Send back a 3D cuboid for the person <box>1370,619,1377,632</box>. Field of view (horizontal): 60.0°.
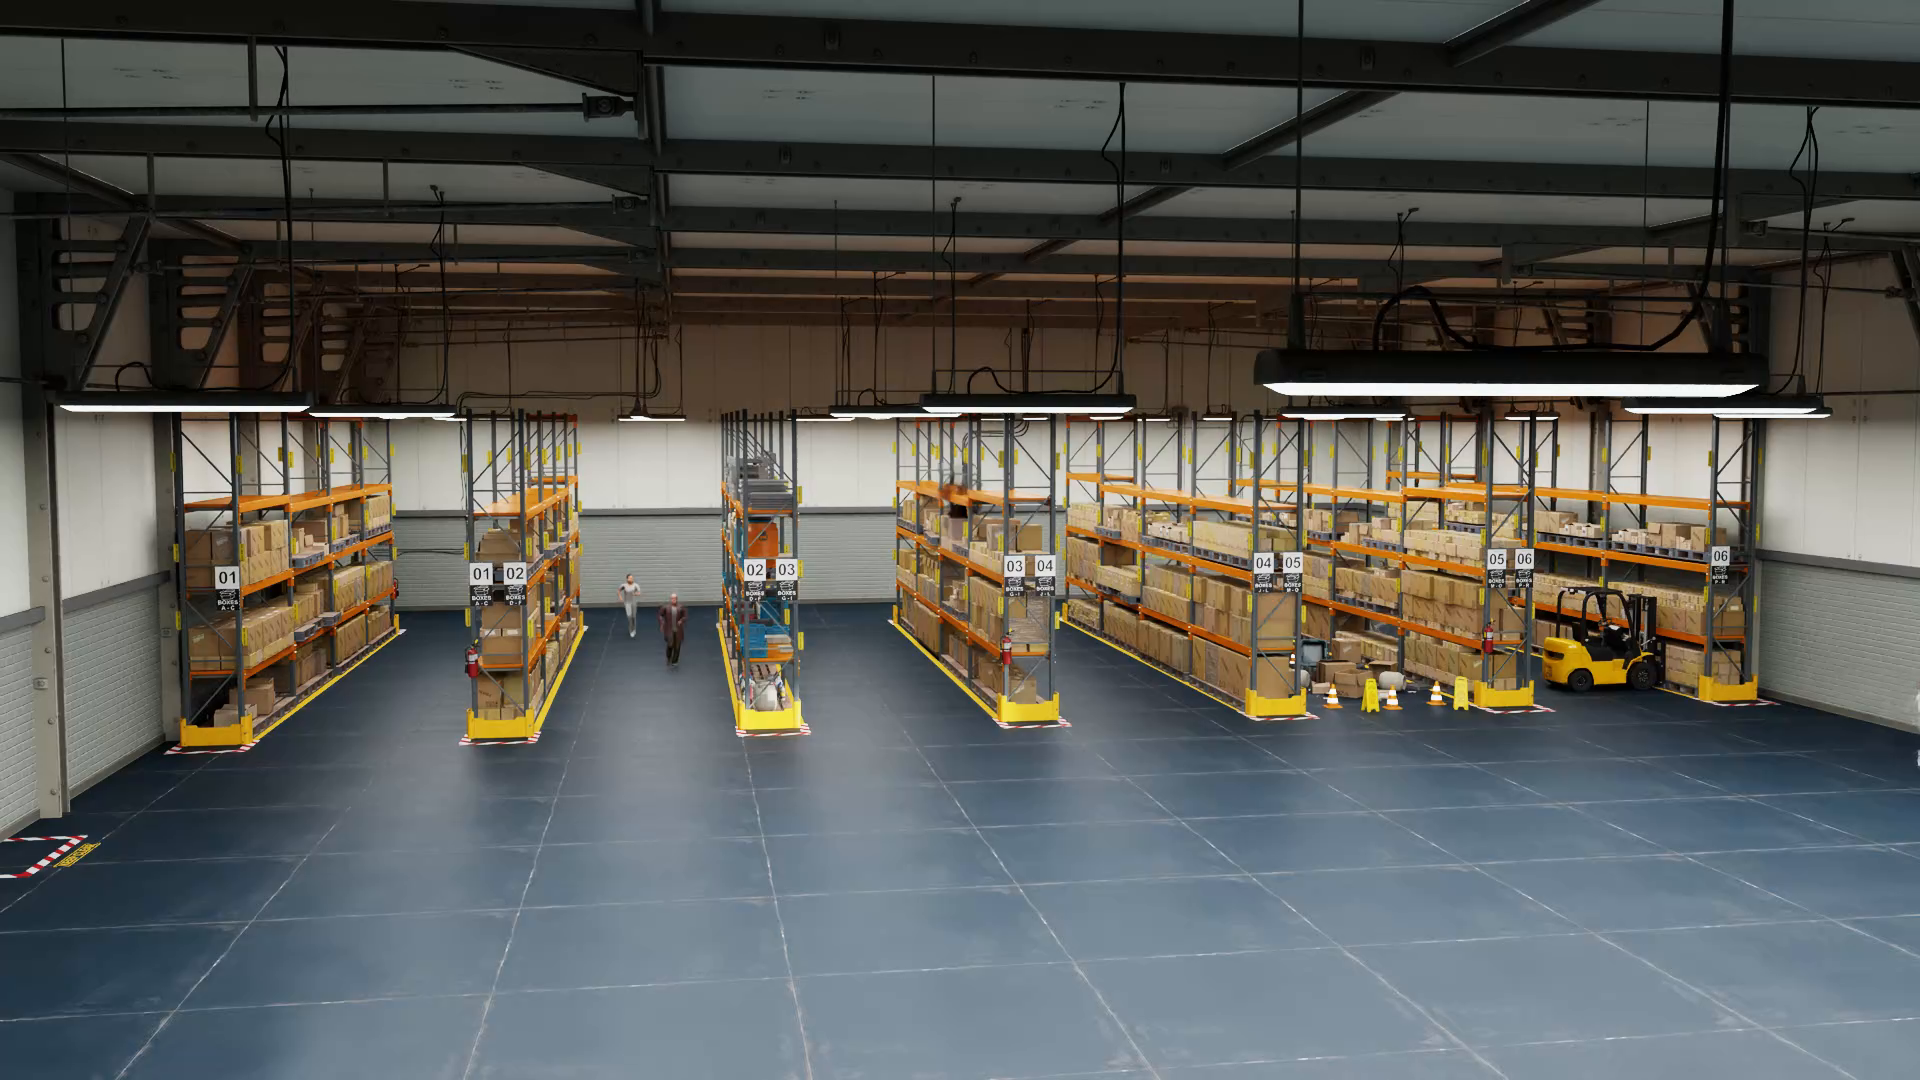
[{"bbox_3d":[10.897,1.748,44.322,0.685,1.751,0.715,-1,4,-15],"label":"person"}]

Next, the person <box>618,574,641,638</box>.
[{"bbox_3d":[-8.925,1.757,44.940,0.589,1.711,0.854,-1,4,-20],"label":"person"}]

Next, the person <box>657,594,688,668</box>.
[{"bbox_3d":[-6.692,2.133,38.875,0.691,1.739,0.662,-1,4,-17],"label":"person"}]

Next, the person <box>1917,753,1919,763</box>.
[{"bbox_3d":[16.018,3.018,27.063,0.544,1.631,0.793,-2,5,-30],"label":"person"}]
